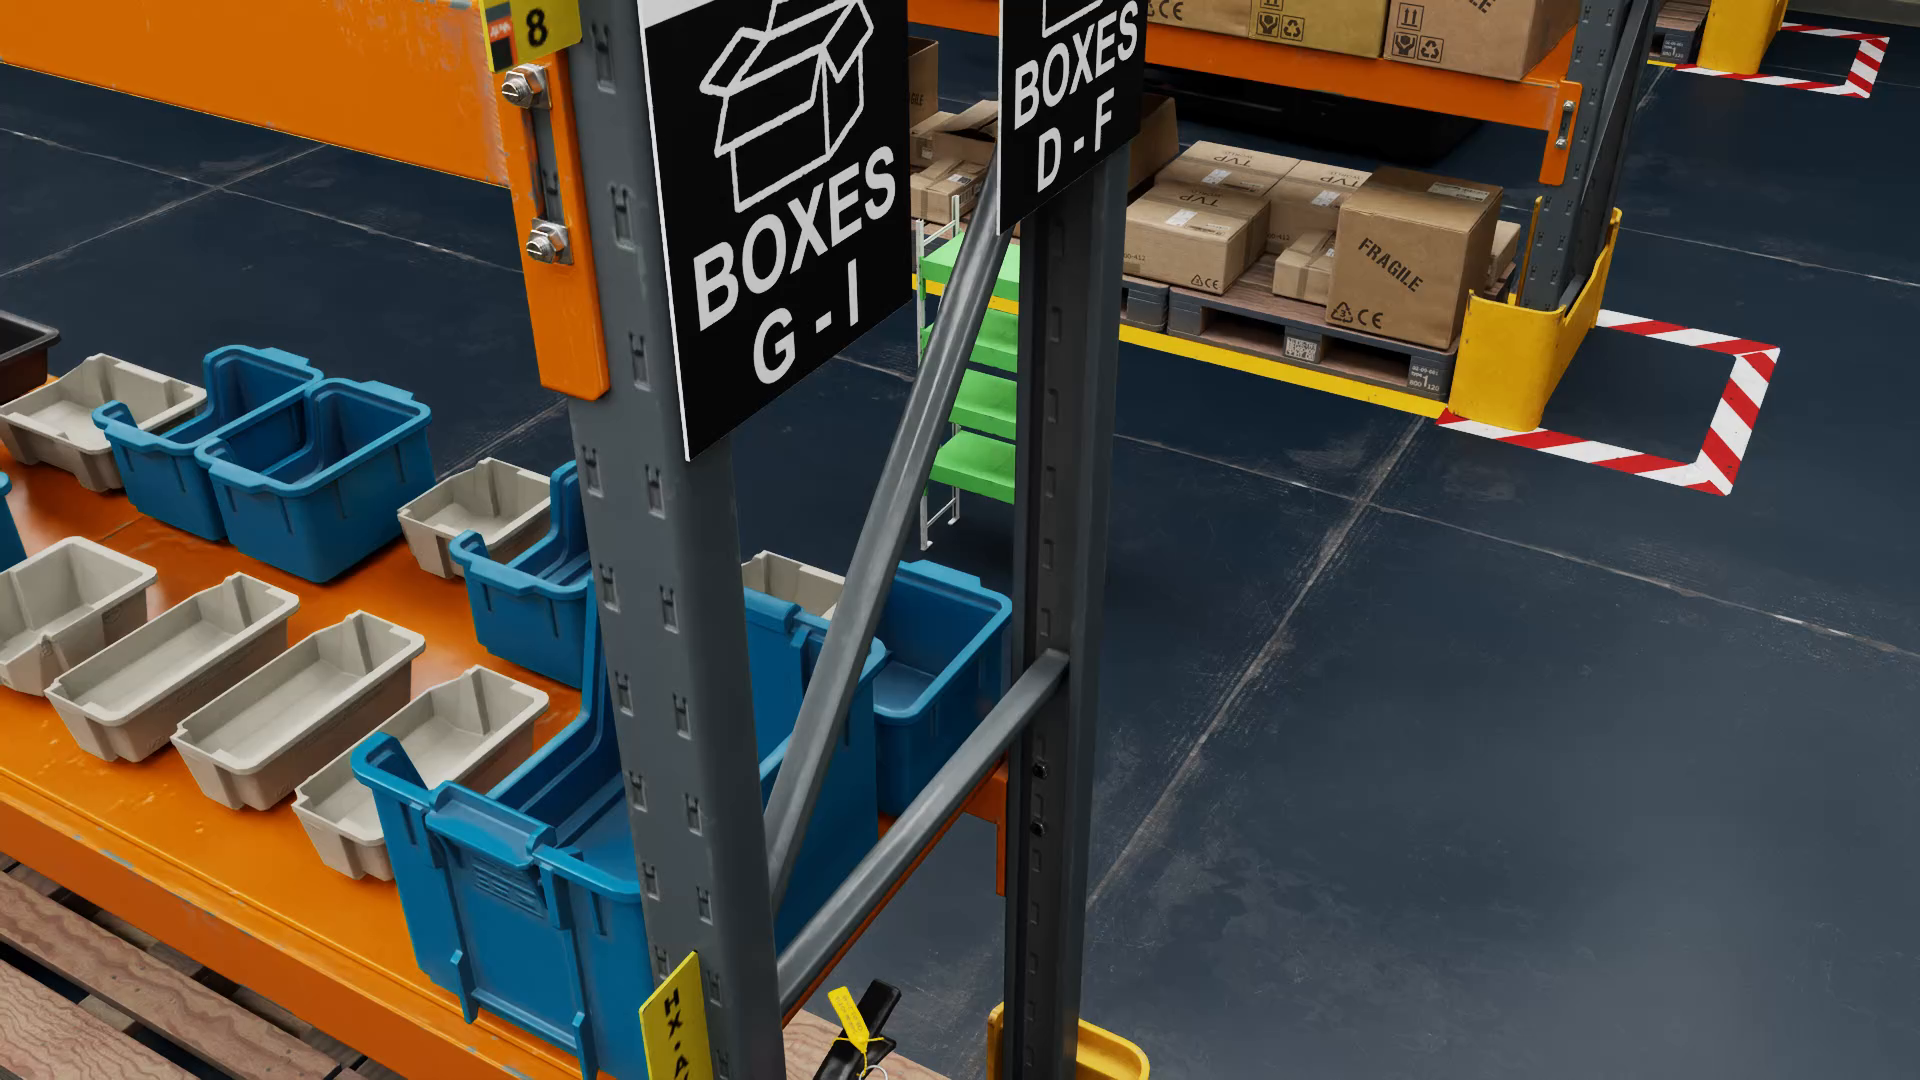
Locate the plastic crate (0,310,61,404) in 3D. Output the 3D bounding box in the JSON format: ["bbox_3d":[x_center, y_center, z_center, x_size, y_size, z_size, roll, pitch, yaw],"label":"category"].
[{"bbox_3d":[-2.436,-0.405,3.846,0.590,0.125,0.437,18,37,24],"label":"plastic crate"}]

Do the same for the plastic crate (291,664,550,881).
[{"bbox_3d":[-0.866,0.374,2.665,0.243,0.136,0.396,18,37,24],"label":"plastic crate"}]

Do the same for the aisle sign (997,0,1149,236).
[{"bbox_3d":[0.142,-0.778,1.867,0.004,0.787,0.394,18,37,24],"label":"aisle sign"}]

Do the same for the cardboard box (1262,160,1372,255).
[{"bbox_3d":[1.628,-1.418,7.257,0.500,0.250,0.500,18,37,24],"label":"cardboard box"}]

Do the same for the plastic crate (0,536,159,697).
[{"bbox_3d":[-1.630,0.150,3.002,0.250,0.136,0.298,18,37,24],"label":"plastic crate"}]

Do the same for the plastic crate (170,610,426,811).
[{"bbox_3d":[-1.110,0.288,2.795,0.243,0.136,0.396,18,37,24],"label":"plastic crate"}]

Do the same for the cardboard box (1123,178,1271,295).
[{"bbox_3d":[0.989,-1.301,7.082,0.500,0.250,0.500,18,37,24],"label":"cardboard box"}]

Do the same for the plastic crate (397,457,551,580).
[{"bbox_3d":[-0.945,-0.029,3.272,0.298,0.136,0.250,18,37,24],"label":"plastic crate"}]

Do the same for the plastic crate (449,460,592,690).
[{"bbox_3d":[-0.690,0.064,3.044,0.300,0.233,0.416,18,37,24],"label":"plastic crate"}]

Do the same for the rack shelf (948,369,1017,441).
[{"bbox_3d":[0.144,-0.401,5.384,0.480,0.148,0.258,18,37,24],"label":"rack shelf"}]

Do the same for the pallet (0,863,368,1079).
[{"bbox_3d":[-1.820,1.006,4.049,1.213,0.211,1.003,18,37,24],"label":"pallet"}]

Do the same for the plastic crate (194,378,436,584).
[{"bbox_3d":[-1.262,-0.117,3.316,0.300,0.233,0.416,18,37,24],"label":"plastic crate"}]

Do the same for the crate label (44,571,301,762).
[{"bbox_3d":[-1.364,0.223,2.893,0.243,0.136,0.396,18,37,24],"label":"crate label"}]

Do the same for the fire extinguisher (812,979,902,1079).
[{"bbox_3d":[-0.162,0.874,2.137,0.183,0.674,0.296,18,37,24],"label":"fire extinguisher"}]

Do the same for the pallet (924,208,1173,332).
[{"bbox_3d":[0.579,-1.371,7.618,1.213,0.211,1.003,18,37,24],"label":"pallet"}]

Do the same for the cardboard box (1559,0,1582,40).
[{"bbox_3d":[2.139,-2.246,6.327,0.500,0.500,0.500,18,38,25],"label":"cardboard box"}]

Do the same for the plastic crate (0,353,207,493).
[{"bbox_3d":[-1.880,-0.254,3.609,0.466,0.136,0.293,18,37,24],"label":"plastic crate"}]

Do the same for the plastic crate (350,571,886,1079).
[{"bbox_3d":[-0.451,0.385,2.380,0.499,0.435,0.616,18,37,24],"label":"plastic crate"}]

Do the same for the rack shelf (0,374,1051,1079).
[{"bbox_3d":[-1.804,0.176,3.428,4.000,0.370,1.077,18,37,24],"label":"rack shelf"}]

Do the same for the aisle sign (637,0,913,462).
[{"bbox_3d":[-0.151,-0.494,1.441,0.004,0.787,0.394,18,37,24],"label":"aisle sign"}]

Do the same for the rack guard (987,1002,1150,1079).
[{"bbox_3d":[-0.040,1.468,3.095,0.348,0.500,1.175,18,37,24],"label":"rack guard"}]

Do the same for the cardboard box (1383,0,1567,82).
[{"bbox_3d":[1.869,-1.990,5.941,0.500,0.500,0.500,19,38,26],"label":"cardboard box"}]

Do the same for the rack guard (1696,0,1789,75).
[{"bbox_3d":[4.869,-3.294,10.245,0.348,0.500,1.175,18,37,24],"label":"rack guard"}]

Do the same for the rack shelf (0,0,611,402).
[{"bbox_3d":[-1.804,-1.072,2.597,4.000,0.370,1.077,18,37,24],"label":"rack shelf"}]

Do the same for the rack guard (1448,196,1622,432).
[{"bbox_3d":[2.327,-0.936,6.705,0.348,0.500,1.175,18,37,24],"label":"rack guard"}]

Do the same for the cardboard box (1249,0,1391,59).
[{"bbox_3d":[1.417,-2.131,6.153,0.500,0.500,0.500,18,38,25],"label":"cardboard box"}]

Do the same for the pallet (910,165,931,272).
[{"bbox_3d":[-0.484,-1.706,8.121,1.213,0.211,1.003,18,37,24],"label":"pallet"}]

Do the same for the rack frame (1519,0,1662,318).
[{"bbox_3d":[2.393,-1.956,5.981,0.127,3.000,1.000,18,37,24],"label":"rack frame"}]

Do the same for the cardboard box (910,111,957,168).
[{"bbox_3d":[-0.089,-1.958,8.159,0.250,0.149,0.380,18,37,24],"label":"cardboard box"}]

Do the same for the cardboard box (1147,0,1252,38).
[{"bbox_3d":[0.987,-2.270,6.363,0.500,0.500,0.500,18,38,25],"label":"cardboard box"}]

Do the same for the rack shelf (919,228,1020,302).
[{"bbox_3d":[0.144,-0.800,5.118,0.480,0.148,0.258,18,37,24],"label":"rack shelf"}]

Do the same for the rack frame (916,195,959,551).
[{"bbox_3d":[-0.068,-0.521,5.450,0.015,1.200,0.240,18,37,24],"label":"rack frame"}]

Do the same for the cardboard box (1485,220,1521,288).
[{"bbox_3d":[2.200,-1.233,7.070,0.250,0.149,0.380,18,37,24],"label":"cardboard box"}]

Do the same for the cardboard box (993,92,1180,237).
[{"bbox_3d":[0.554,-1.686,7.431,0.637,0.503,0.797,18,37,24],"label":"cardboard box"}]

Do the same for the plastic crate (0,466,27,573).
[{"bbox_3d":[-1.978,0.030,3.095,0.300,0.233,0.416,18,37,24],"label":"plastic crate"}]

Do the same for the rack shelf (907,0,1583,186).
[{"bbox_3d":[0.657,-2.206,7.006,4.000,0.370,1.077,18,37,24],"label":"rack shelf"}]

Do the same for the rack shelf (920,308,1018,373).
[{"bbox_3d":[0.144,-0.600,5.251,0.480,0.148,0.258,18,37,24],"label":"rack shelf"}]

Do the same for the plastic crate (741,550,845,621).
[{"bbox_3d":[-0.356,0.157,2.991,0.298,0.136,0.250,18,37,24],"label":"plastic crate"}]

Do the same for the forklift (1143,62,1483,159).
[{"bbox_3d":[1.494,-3.831,8.859,3.031,2.935,1.130,20,39,27],"label":"forklift"}]

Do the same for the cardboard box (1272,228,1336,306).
[{"bbox_3d":[1.492,-1.145,6.923,0.250,0.166,0.380,18,37,24],"label":"cardboard box"}]

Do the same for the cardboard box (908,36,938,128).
[{"bbox_3d":[-0.444,-2.178,8.173,0.500,0.500,0.500,18,37,24],"label":"cardboard box"}]

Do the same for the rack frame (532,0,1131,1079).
[{"bbox_3d":[-0.069,0.428,2.400,0.053,2.616,0.949,18,37,24],"label":"rack frame"}]

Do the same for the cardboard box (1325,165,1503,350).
[{"bbox_3d":[1.799,-1.130,6.598,0.500,0.500,0.500,18,37,24],"label":"cardboard box"}]

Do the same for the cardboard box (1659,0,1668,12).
[{"bbox_3d":[4.191,-3.619,10.355,0.500,0.500,0.700,18,37,24],"label":"cardboard box"}]

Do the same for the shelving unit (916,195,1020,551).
[{"bbox_3d":[0.144,-0.454,5.349,0.503,1.200,0.258,18,37,24],"label":"shelving unit"}]

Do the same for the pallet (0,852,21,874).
[{"bbox_3d":[-2.883,0.671,4.552,1.213,0.211,1.003,18,37,24],"label":"pallet"}]

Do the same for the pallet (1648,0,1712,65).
[{"bbox_3d":[4.115,-3.362,10.609,1.213,0.211,1.003,18,37,24],"label":"pallet"}]

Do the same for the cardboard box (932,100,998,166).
[{"bbox_3d":[0.207,-1.893,7.916,0.500,0.311,0.500,18,37,24],"label":"cardboard box"}]

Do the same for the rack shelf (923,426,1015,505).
[{"bbox_3d":[0.144,-0.201,5.518,0.480,0.148,0.258,18,37,24],"label":"rack shelf"}]

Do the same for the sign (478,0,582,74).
[{"bbox_3d":[-0.327,-0.509,1.196,0.005,0.325,0.100,18,37,24],"label":"sign"}]

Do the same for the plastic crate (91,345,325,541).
[{"bbox_3d":[-1.523,-0.199,3.440,0.300,0.233,0.416,18,37,24],"label":"plastic crate"}]

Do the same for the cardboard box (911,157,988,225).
[{"bbox_3d":[-0.067,-1.607,7.616,0.250,0.166,0.380,18,37,24],"label":"cardboard box"}]

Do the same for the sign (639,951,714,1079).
[{"bbox_3d":[-0.327,0.628,1.953,0.005,0.325,0.100,18,37,24],"label":"sign"}]

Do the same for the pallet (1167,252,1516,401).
[{"bbox_3d":[1.635,-1.035,7.114,1.213,0.211,1.003,18,37,24],"label":"pallet"}]

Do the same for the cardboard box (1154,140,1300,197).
[{"bbox_3d":[1.194,-1.556,7.464,0.500,0.250,0.500,18,37,24],"label":"cardboard box"}]

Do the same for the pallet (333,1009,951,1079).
[{"bbox_3d":[-0.765,1.342,3.544,1.213,0.211,1.003,18,37,24],"label":"pallet"}]

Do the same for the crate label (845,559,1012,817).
[{"bbox_3d":[-0.119,0.245,2.772,0.303,0.233,0.416,18,37,24],"label":"crate label"}]
